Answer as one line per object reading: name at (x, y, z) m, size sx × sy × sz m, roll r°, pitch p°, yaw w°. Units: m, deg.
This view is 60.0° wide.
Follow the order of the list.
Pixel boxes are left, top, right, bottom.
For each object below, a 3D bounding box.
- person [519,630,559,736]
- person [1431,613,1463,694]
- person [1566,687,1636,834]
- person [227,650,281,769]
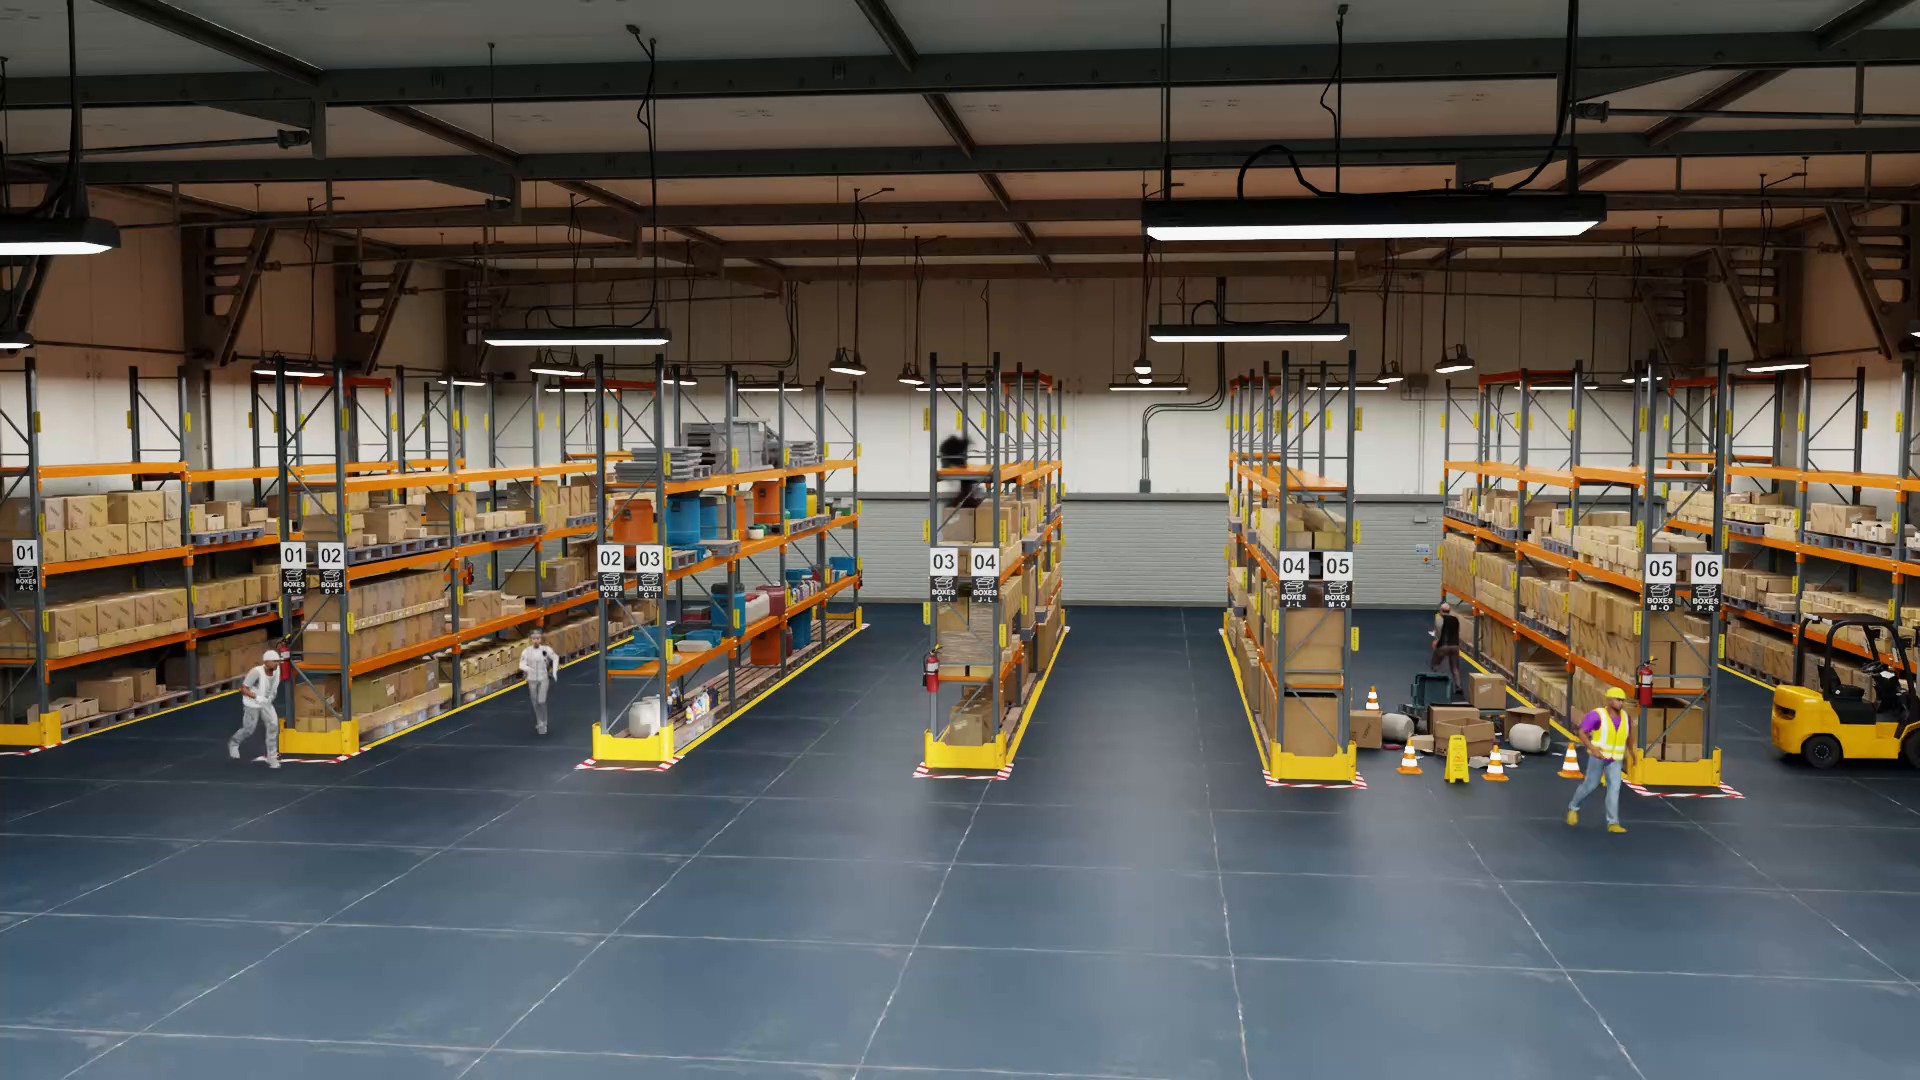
person at (-6.761, 2.279, 26.655) m, size 0.549 × 1.718 × 0.789 m, roll 0°, pitch 4°, yaw -1°
person at (8.970, 2.107, 30.464) m, size 0.616 × 1.510 × 0.815 m, roll -1°, pitch 4°, yaw -10°
person at (7.902, 2.661, 20.235) m, size 0.741 × 1.744 × 0.992 m, roll -1°, pitch 4°, yaw -8°
person at (-10.303, 2.452, 24.284) m, size 1.044 × 1.732 × 0.719 m, roll 2°, pitch 4°, yaw 22°
